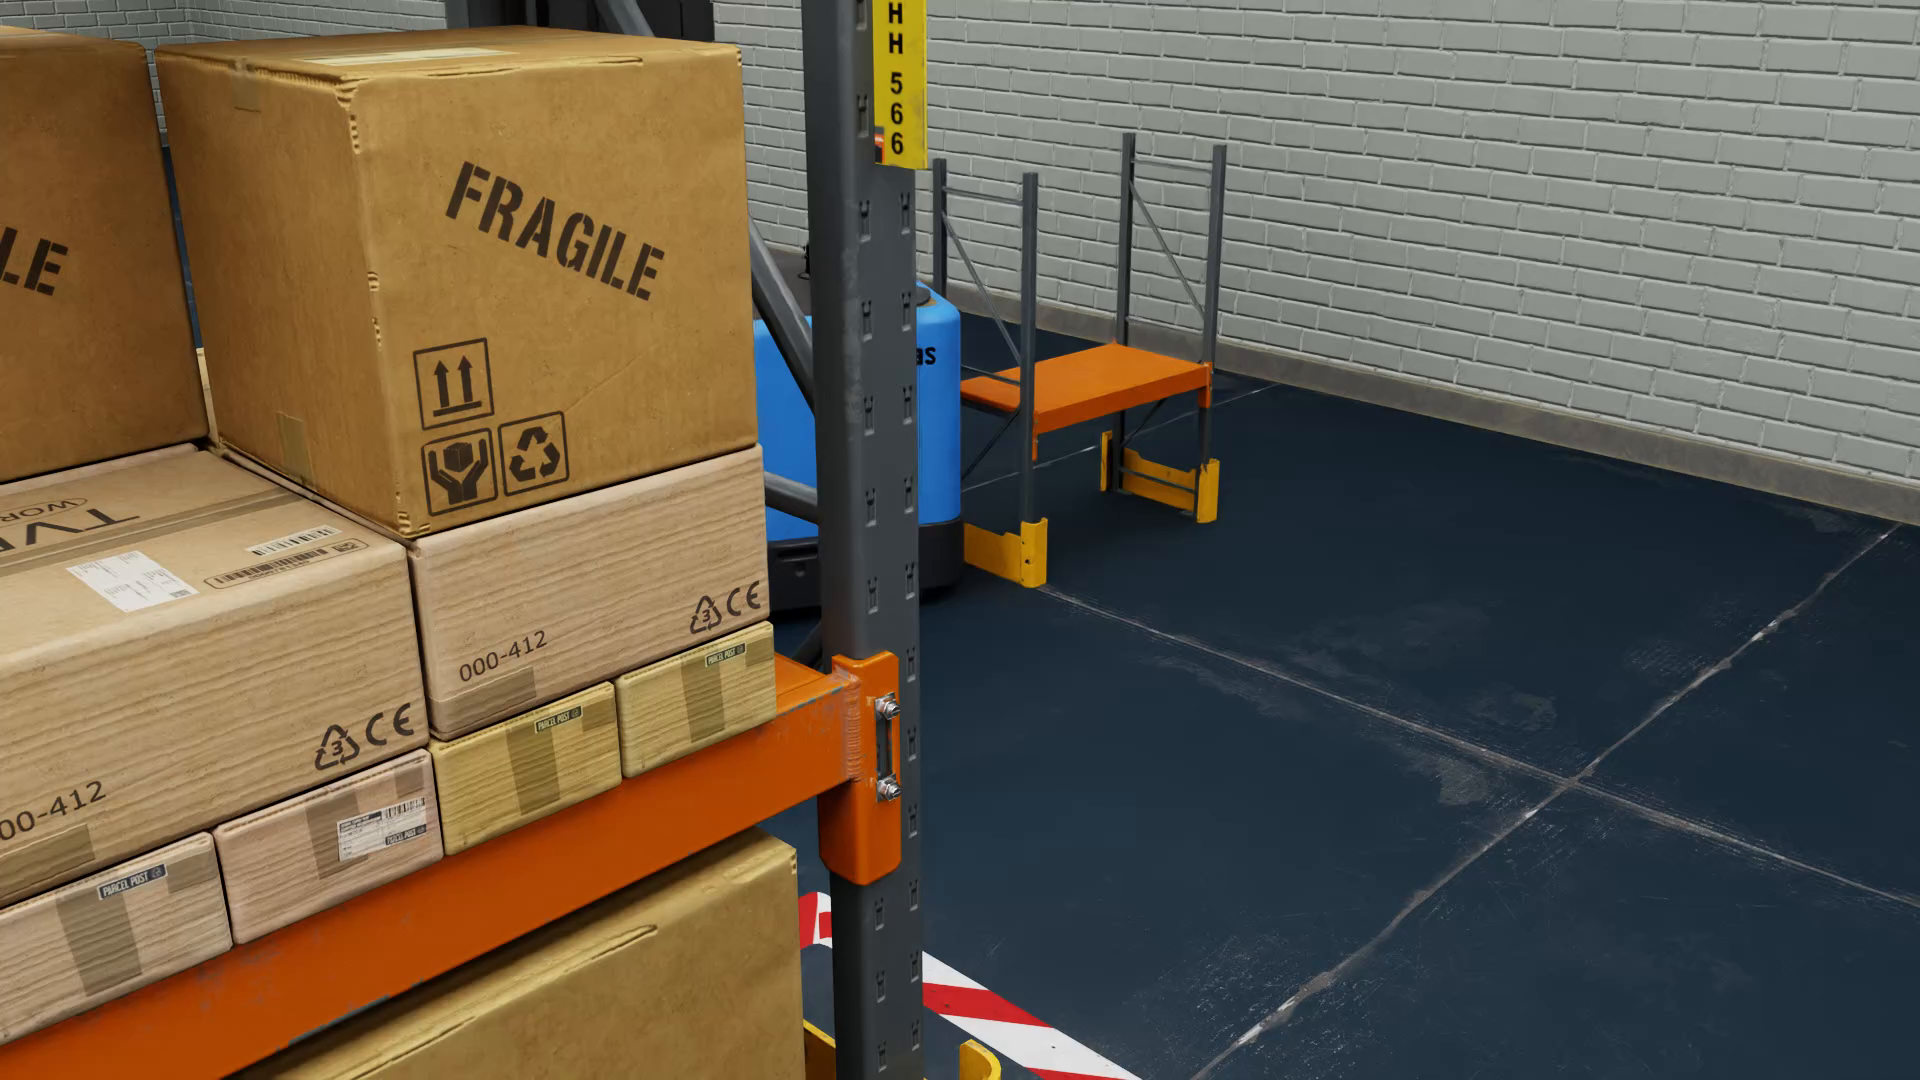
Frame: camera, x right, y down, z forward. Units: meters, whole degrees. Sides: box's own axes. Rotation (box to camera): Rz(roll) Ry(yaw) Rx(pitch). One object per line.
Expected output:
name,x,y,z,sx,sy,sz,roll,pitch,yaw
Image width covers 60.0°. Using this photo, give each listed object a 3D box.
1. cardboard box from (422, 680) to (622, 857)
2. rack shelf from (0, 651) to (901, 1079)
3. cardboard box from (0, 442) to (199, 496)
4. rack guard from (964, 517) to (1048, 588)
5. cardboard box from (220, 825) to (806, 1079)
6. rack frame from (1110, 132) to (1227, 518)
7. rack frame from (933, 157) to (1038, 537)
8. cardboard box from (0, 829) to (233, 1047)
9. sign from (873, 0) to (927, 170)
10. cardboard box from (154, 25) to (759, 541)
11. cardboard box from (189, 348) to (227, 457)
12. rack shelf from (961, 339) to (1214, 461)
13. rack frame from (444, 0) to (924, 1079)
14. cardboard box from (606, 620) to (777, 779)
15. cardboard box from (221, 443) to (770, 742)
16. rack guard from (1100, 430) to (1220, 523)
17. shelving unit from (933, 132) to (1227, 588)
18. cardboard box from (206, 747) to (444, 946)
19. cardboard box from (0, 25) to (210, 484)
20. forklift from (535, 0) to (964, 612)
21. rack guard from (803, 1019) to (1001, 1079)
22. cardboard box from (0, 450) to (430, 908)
cardboard box,-0.651,0.230,2.145,0.380,0.149,0.250,20,28,41
rack shelf,-1.854,0.722,1.518,1.077,0.370,4.000,19,28,41
cardboard box,-1.345,-0.006,2.203,0.500,0.250,0.500,19,28,40
rack guard,0.097,-0.024,6.288,0.087,0.250,0.587,-19,28,-40
cardboard box,-0.848,0.852,2.553,0.875,0.875,0.875,19,28,41
rack frame,0.826,-0.851,6.699,0.032,1.500,0.500,-19,28,-40
rack frame,0.083,-0.602,6.052,0.032,1.500,0.500,-19,28,-40
cardboard box,-1.003,0.359,1.810,0.250,0.149,0.380,-20,28,-41
sign,-0.080,-0.640,2.114,0.100,0.325,0.005,19,28,41
cardboard box,-0.610,-0.356,2.069,0.500,0.500,0.500,20,29,41
cardboard box,-0.987,-0.141,2.555,0.500,0.250,0.500,18,28,39
rack shelf,0.455,-0.559,6.440,1.000,0.185,0.538,-19,28,-40
rack frame,-0.459,-0.128,2.727,1.000,3.000,0.127,19,28,41
cardboard box,-0.471,0.163,2.319,0.250,0.149,0.380,-20,28,-41
cardboard box,-0.607,-0.006,2.204,0.500,0.250,0.500,19,28,40
rack guard,0.825,-0.268,6.923,0.087,0.250,0.587,-19,28,-40
shelving unit,0.461,-0.729,6.381,1.083,1.500,0.587,-19,28,-40
cardboard box,-0.828,0.295,1.976,0.380,0.149,0.250,19,28,41
cardboard box,-1.336,-0.363,2.086,0.500,0.500,0.500,18,28,39
forklift,-1.559,-1.159,5.504,3.031,2.935,1.130,-7,22,-17
rack guard,-0.442,1.033,3.191,1.175,0.500,0.348,19,28,41
cardboard box,-0.961,0.124,1.865,0.500,0.250,0.500,19,28,40
